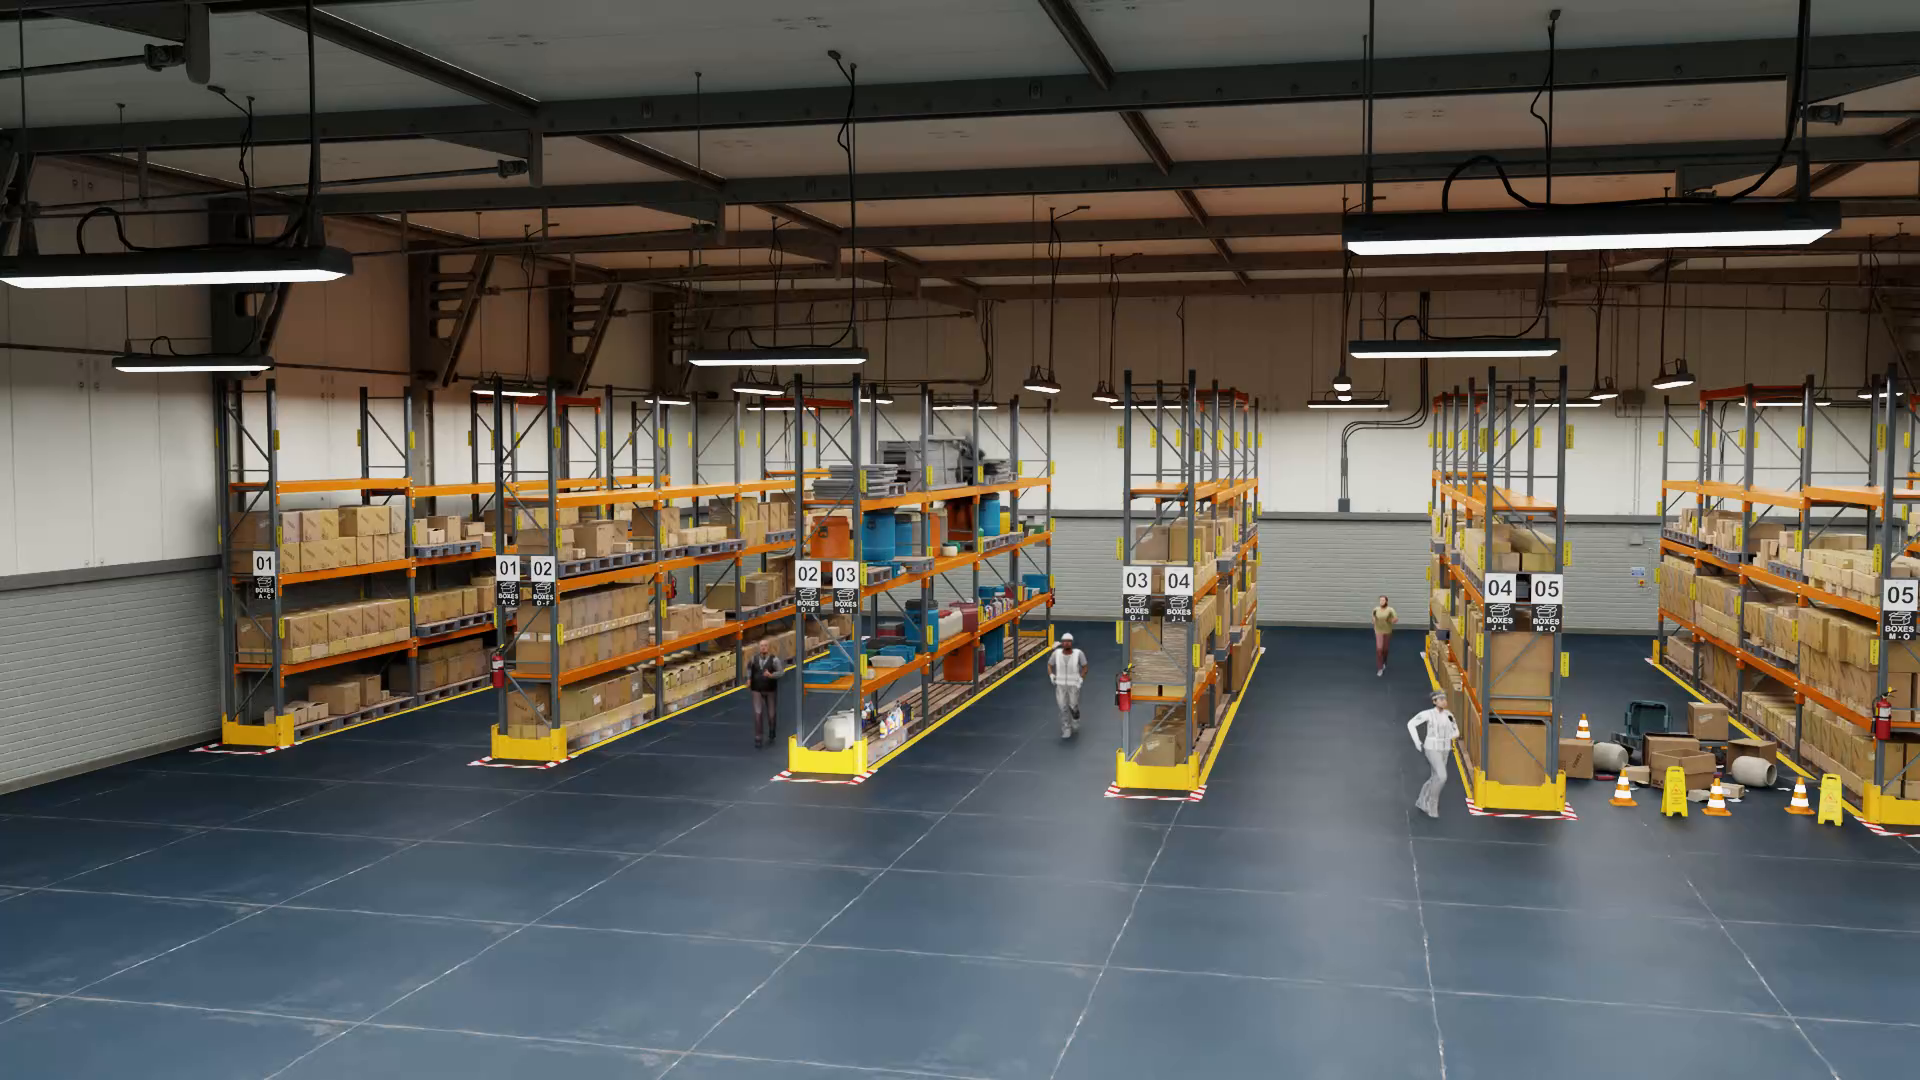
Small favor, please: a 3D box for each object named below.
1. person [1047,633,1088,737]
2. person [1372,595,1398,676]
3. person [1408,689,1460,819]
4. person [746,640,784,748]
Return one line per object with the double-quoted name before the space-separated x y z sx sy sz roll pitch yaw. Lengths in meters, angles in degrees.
"person" 1.807 2.441 28.137 0.687 1.745 0.595 1 3 11
"person" 9.100 2.030 35.623 0.554 1.707 0.862 1 4 16
"person" 6.377 2.848 22.202 0.607 1.733 0.602 -2 4 -29
"person" -3.201 2.486 27.209 0.656 1.707 0.969 0 3 -1
